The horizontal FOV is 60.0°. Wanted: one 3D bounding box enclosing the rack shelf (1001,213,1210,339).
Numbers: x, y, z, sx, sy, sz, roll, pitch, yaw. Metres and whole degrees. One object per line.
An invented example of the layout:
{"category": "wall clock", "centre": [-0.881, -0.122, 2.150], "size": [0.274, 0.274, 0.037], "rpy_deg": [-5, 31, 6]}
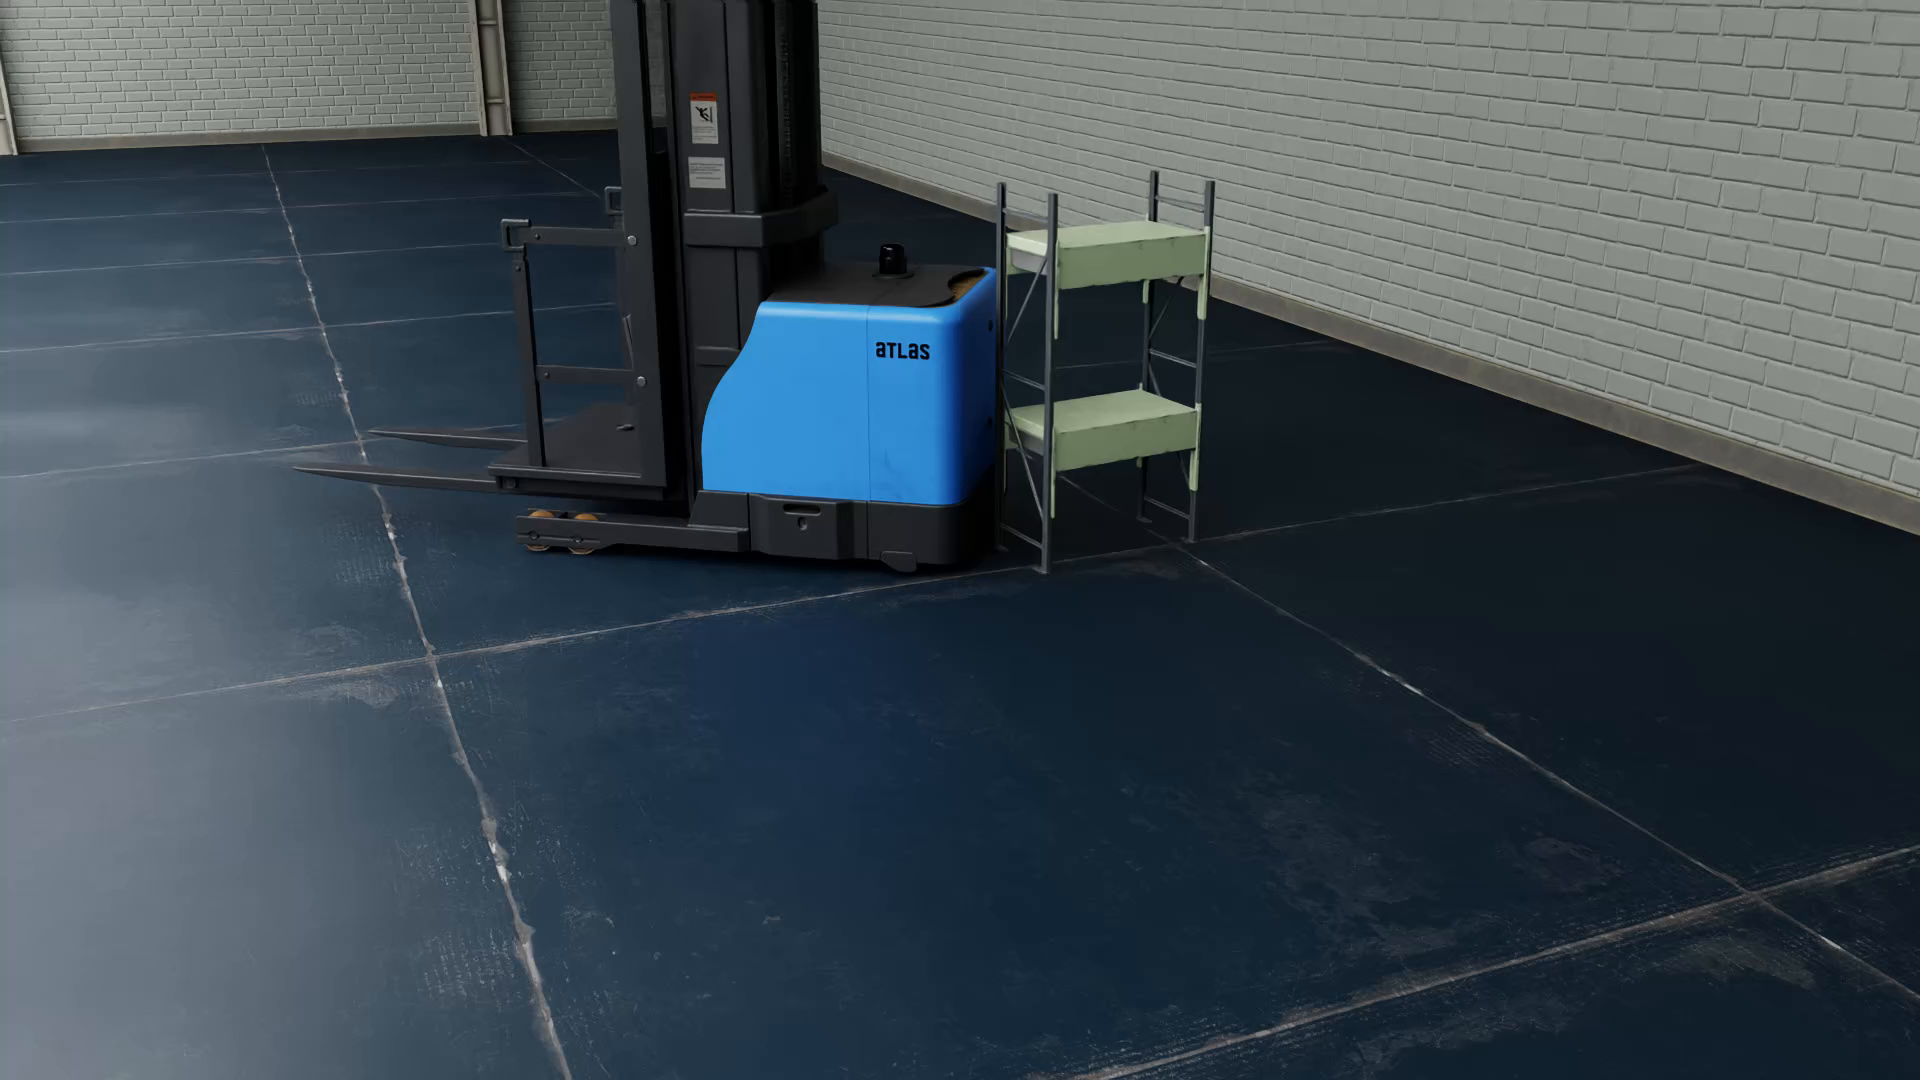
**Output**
{"category": "rack shelf", "centre": [0.569, -1.054, 6.582], "size": [0.720, 0.370, 0.431], "rpy_deg": [-11, 22, -28]}

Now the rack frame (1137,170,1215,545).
{"category": "rack frame", "centre": [0.886, -0.747, 6.885], "size": [0.023, 1.500, 0.400], "rpy_deg": [-11, 22, -28]}

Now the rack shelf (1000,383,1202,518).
{"category": "rack shelf", "centre": [0.569, -0.378, 6.820], "size": [0.720, 0.370, 0.431], "rpy_deg": [-11, 22, -28]}

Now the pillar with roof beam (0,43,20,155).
{"category": "pillar with roof beam", "centre": [-10.168, -7.711, 15.371], "size": [0.400, 9.000, 9.100], "rpy_deg": [-8, 21, -22]}

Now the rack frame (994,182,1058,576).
{"category": "rack frame", "centre": [0.252, -0.625, 6.538], "size": [0.023, 1.500, 0.400], "rpy_deg": [-11, 22, -28]}

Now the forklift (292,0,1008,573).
{"category": "forklift", "centre": [-1.361, -1.487, 6.832], "size": [3.031, 2.935, 1.130], "rpy_deg": [4, 20, 11]}

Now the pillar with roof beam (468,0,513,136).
{"category": "pillar with roof beam", "centre": [-4.659, -8.500, 17.613], "size": [0.400, 9.000, 9.100], "rpy_deg": [-8, 21, -22]}

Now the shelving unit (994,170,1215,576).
{"category": "shelving unit", "centre": [0.569, -0.686, 6.712], "size": [0.755, 1.500, 0.431], "rpy_deg": [-11, 22, -28]}
